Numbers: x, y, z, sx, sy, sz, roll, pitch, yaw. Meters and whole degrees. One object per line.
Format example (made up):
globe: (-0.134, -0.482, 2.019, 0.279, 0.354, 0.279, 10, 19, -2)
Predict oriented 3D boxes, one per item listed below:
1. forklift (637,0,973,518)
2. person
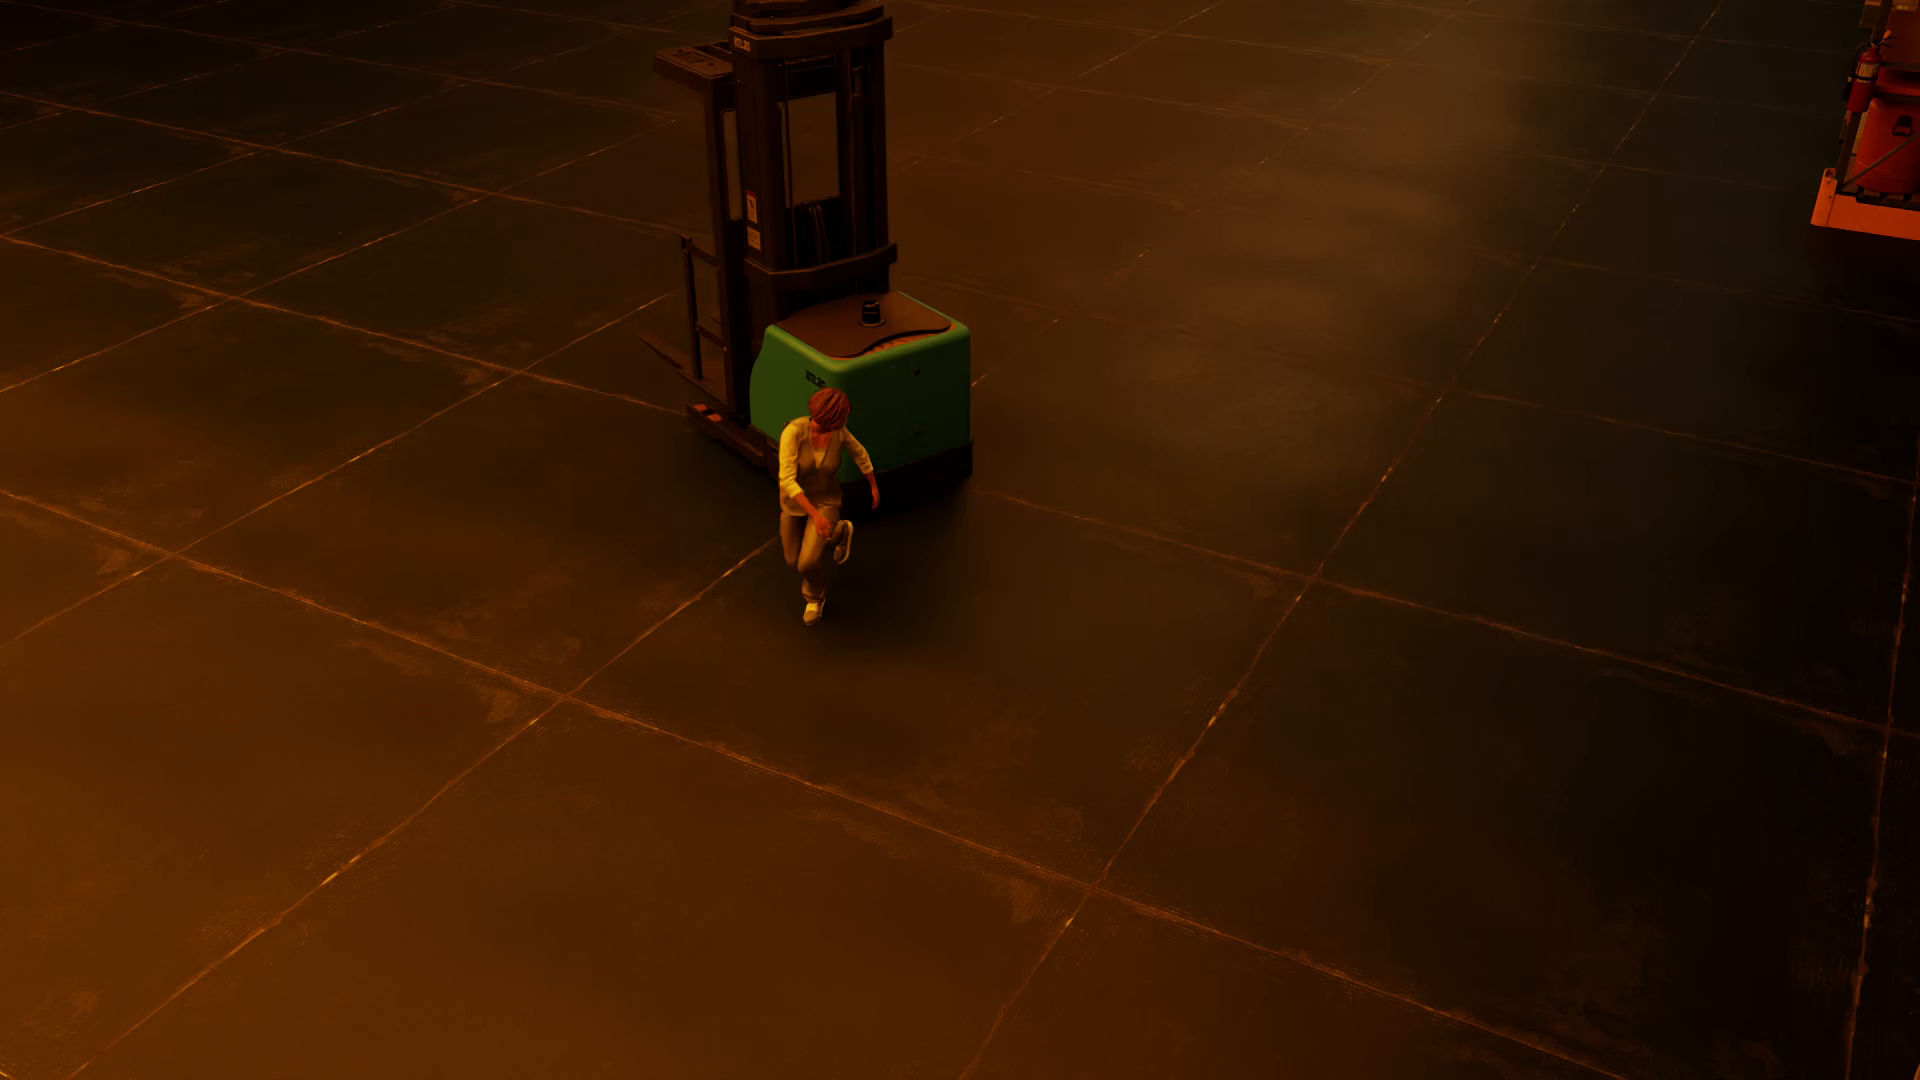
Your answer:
forklift: (-1.200, -2.081, 10.676, 1.130, 2.935, 3.031, -20, 36, -31)
person: (-0.728, -0.235, 9.088, 0.539, 1.371, 0.809, 3, 30, 5)
